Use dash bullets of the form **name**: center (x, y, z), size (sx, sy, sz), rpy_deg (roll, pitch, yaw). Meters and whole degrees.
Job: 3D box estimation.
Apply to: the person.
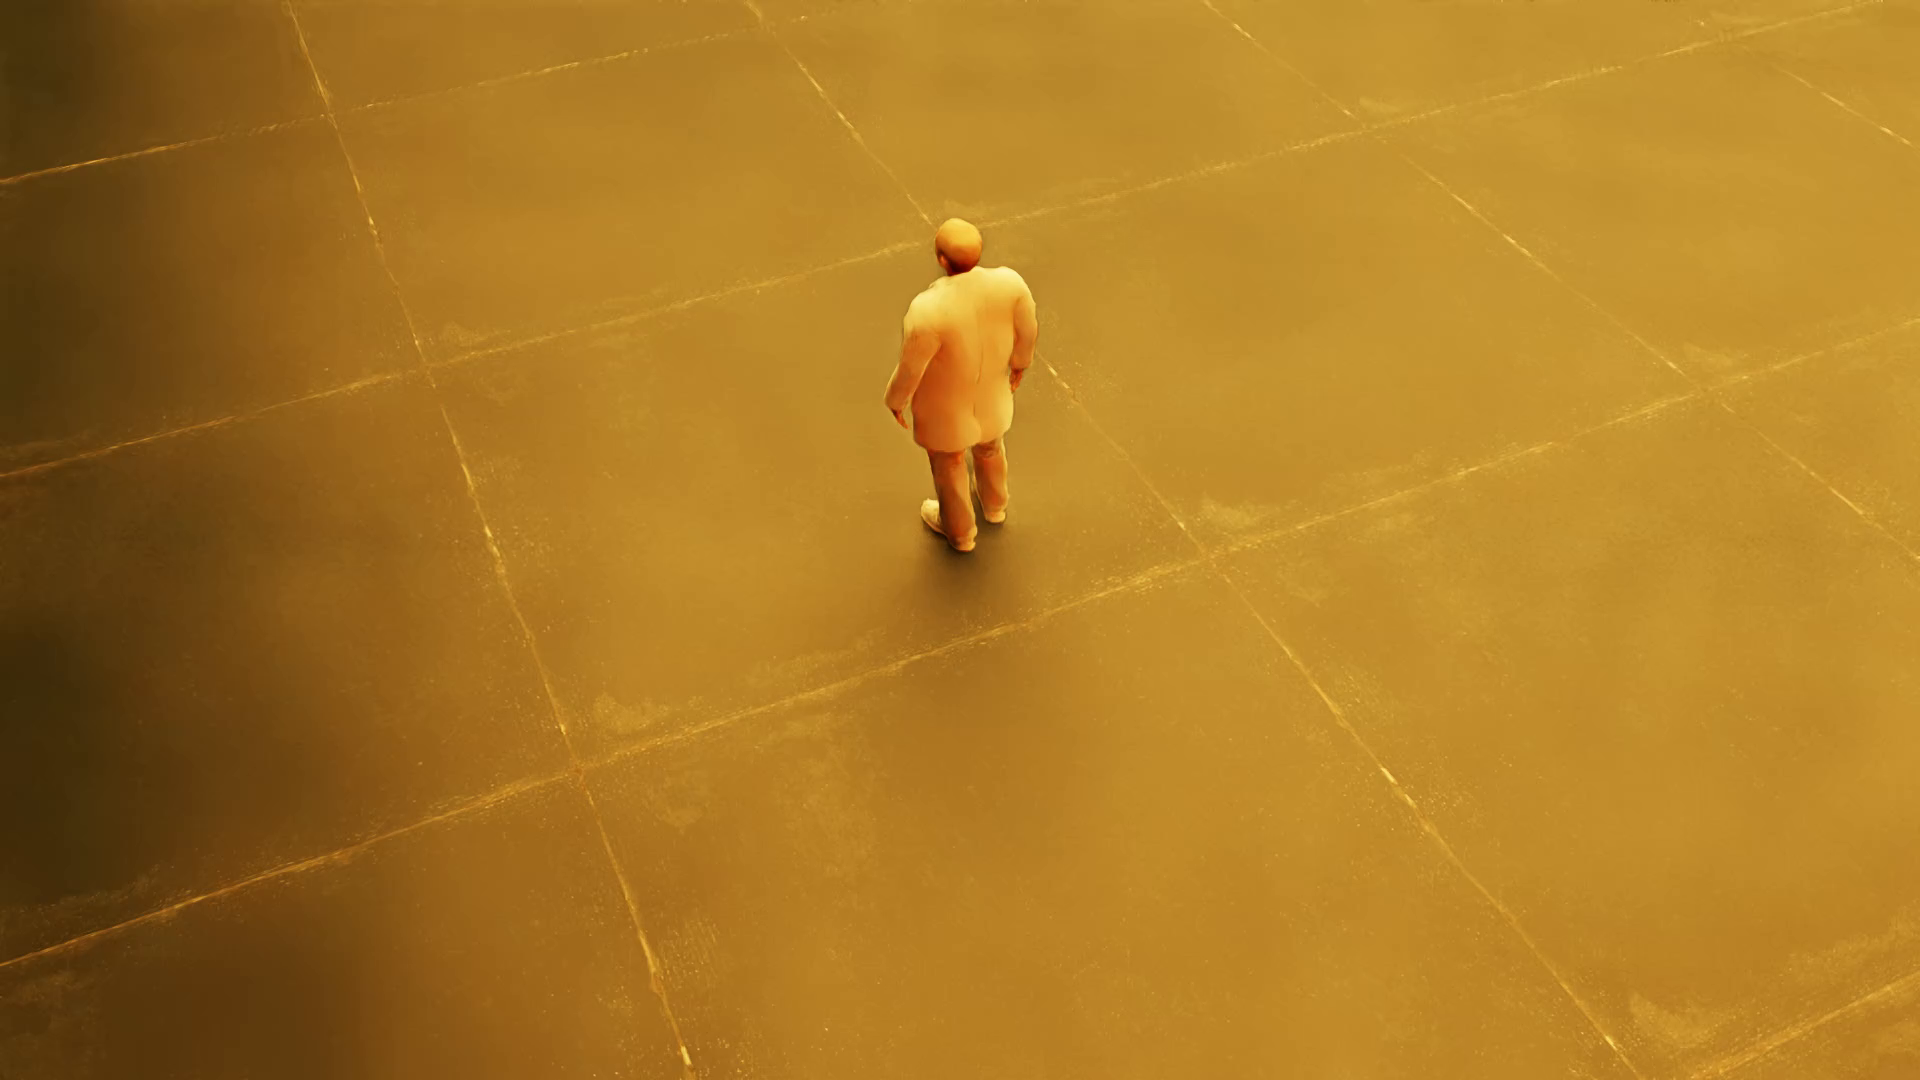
- **person**: center (-0.034, -0.713, 7.278), size (0.694, 1.776, 0.579), rpy_deg (-18, 46, -18)
